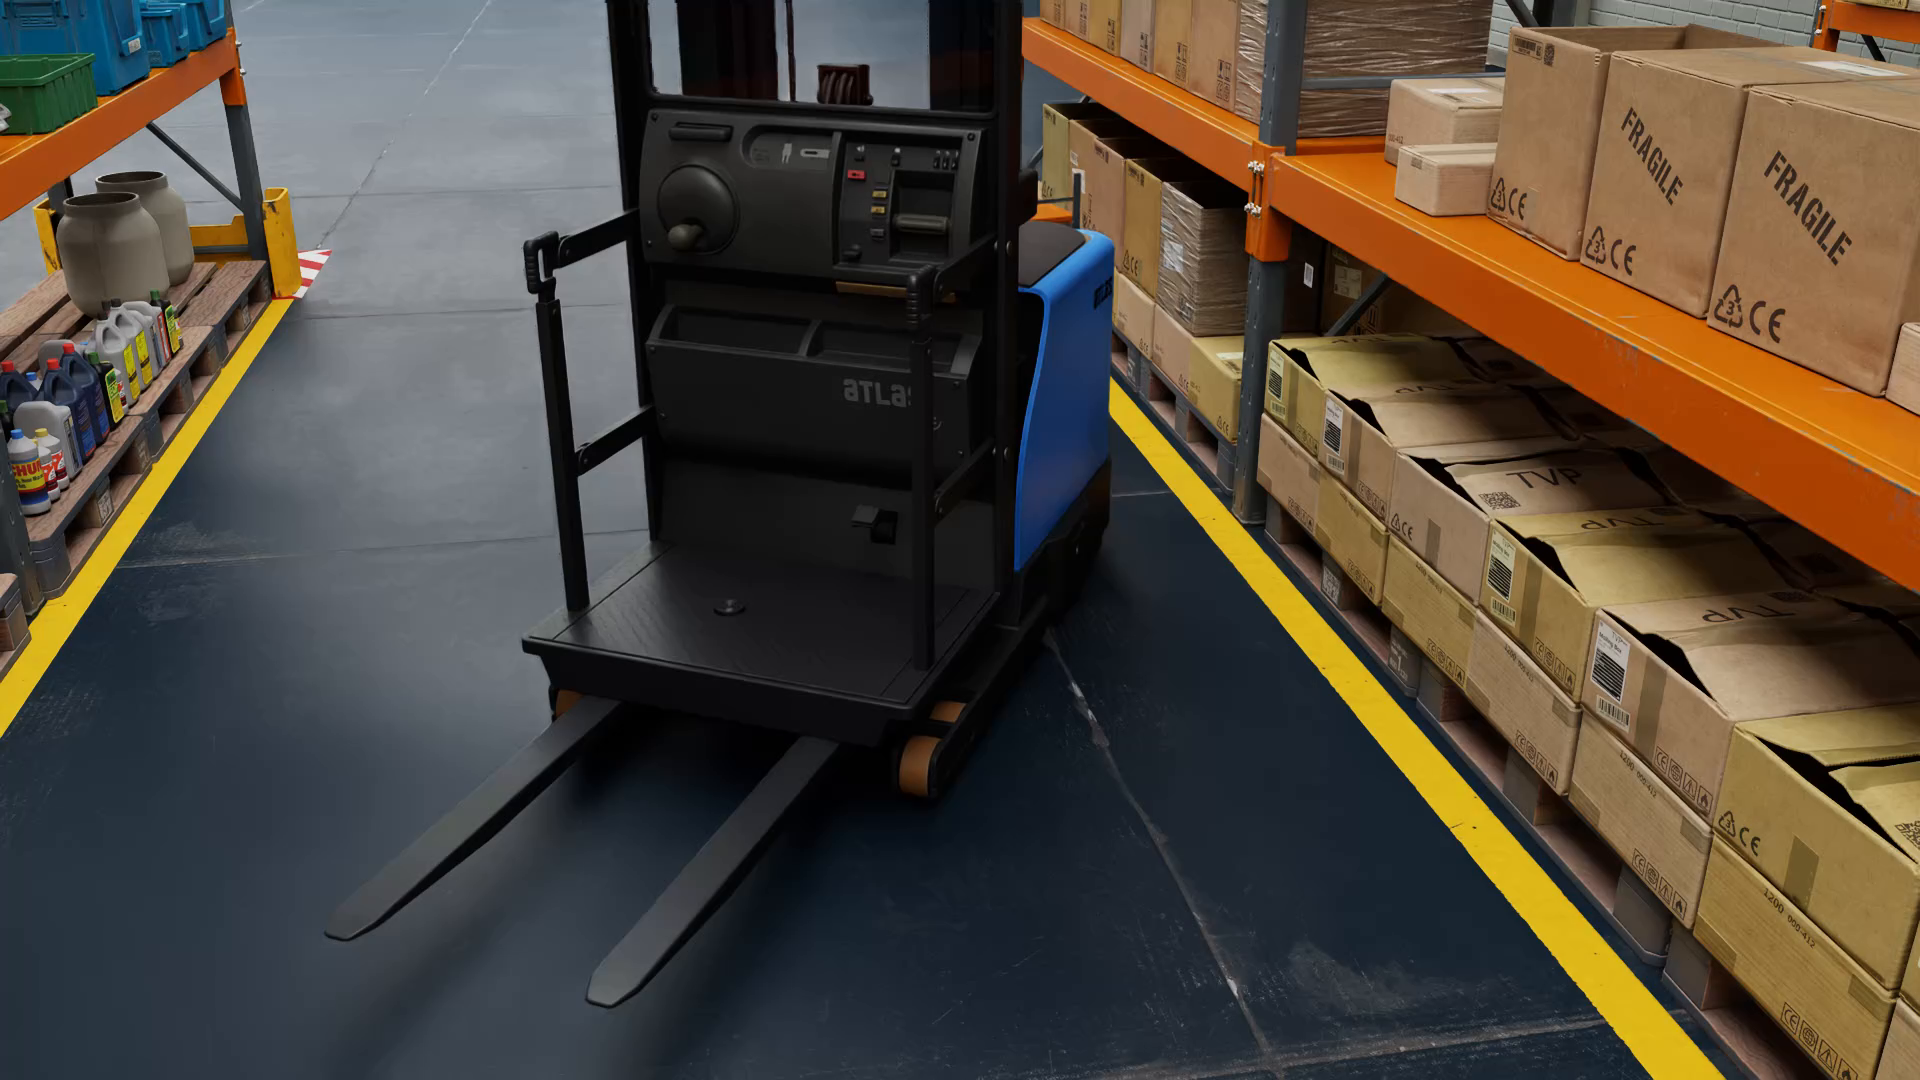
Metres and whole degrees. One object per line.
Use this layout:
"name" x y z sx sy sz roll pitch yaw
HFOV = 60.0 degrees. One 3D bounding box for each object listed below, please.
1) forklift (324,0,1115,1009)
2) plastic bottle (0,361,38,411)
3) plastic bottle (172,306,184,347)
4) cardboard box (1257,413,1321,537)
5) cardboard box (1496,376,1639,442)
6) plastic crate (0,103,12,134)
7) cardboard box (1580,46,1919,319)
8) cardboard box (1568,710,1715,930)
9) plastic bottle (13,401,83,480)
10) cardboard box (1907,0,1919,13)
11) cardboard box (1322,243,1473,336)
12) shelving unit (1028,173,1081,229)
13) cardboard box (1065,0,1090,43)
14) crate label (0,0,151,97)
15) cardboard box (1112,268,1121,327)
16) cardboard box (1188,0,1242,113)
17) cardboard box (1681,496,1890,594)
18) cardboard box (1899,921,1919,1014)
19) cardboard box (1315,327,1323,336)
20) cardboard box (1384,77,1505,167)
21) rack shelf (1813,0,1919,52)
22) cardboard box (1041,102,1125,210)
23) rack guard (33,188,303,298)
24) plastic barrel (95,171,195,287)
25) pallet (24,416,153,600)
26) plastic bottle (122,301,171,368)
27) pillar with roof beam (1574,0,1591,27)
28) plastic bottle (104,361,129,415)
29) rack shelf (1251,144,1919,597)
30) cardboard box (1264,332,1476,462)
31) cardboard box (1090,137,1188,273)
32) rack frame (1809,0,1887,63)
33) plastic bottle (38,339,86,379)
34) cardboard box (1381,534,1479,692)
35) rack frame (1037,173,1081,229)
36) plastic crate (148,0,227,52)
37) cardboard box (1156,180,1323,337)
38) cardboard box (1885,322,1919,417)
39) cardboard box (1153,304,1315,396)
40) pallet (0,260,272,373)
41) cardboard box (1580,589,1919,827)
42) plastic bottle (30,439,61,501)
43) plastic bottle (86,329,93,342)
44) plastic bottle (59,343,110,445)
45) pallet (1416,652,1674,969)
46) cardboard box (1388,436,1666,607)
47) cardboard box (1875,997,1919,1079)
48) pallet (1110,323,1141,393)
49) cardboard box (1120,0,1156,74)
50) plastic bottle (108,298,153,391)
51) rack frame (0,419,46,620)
"forklift" -0.465 -0.866 4.072 1.130 2.935 3.031 8 25 18
"plastic bottle" -3.276 -0.441 5.772 0.144 0.351 0.185 -4 24 -10
"plastic bottle" -3.362 -0.919 7.052 0.097 0.201 0.097 0 24 0
"cardboard box" 1.307 -0.236 5.454 0.500 0.250 0.500 -5 24 -11
"cardboard box" 1.935 -0.328 4.964 0.500 0.311 0.500 -4 24 -8
"plastic crate" -3.365 -1.303 5.063 0.767 0.338 0.504 -4 24 -10
"cardboard box" 1.792 -0.819 3.753 0.500 0.500 0.500 -4 24 -10
"cardboard box" 1.689 0.571 3.607 0.500 0.250 0.500 -4 24 -9
"plastic bottle" -3.108 -0.352 5.662 0.152 0.276 0.135 -3 24 -8
"cardboard box" 5.492 -2.944 8.906 0.500 0.250 0.500 -5 24 -11
"cardboard box" 1.698 -0.963 6.180 0.500 0.500 0.500 -4 24 -10
"shelving unit" 0.194 -0.746 5.958 0.258 1.200 0.503 -10 25 -22
"cardboard box" 0.912 -2.709 8.081 0.700 0.500 0.500 -4 24 -8
"crate label" -3.526 -2.002 6.541 0.502 0.435 0.616 -4 24 -10
"cardboard box" 0.892 -1.169 7.590 0.500 0.250 0.500 -4 24 -10
"cardboard box" 1.284 -1.908 6.246 0.700 0.500 0.500 -5 24 -10
"cardboard box" 2.114 0.066 4.061 0.500 0.311 0.500 -5 24 -10
"cardboard box" 1.876 0.715 2.575 0.500 0.311 0.500 -4 24 -8
"cardboard box" 1.600 -0.815 6.780 0.500 0.250 0.500 -4 24 -10
"cardboard box" 1.610 -1.222 4.987 0.500 0.250 0.500 -3 24 -6
"rack shelf" 5.973 -2.306 8.181 1.077 0.370 4.000 -4 24 -10
"cardboard box" 0.711 -1.907 8.341 0.500 0.500 0.500 -4 24 -10
"rack guard" -4.072 -1.517 8.600 1.175 0.500 0.348 -4 24 -10
"plastic barrel" -3.936 -1.488 7.994 0.421 0.512 0.421 0 24 0
"pallet" -3.476 -0.105 5.727 1.003 0.211 1.213 -4 24 -10
"plastic bottle" -3.343 -0.852 6.805 0.152 0.276 0.135 -4 24 -9
"pillar with roof beam" 1.243 -8.002 12.828 9.100 9.000 0.400 -4 24 -10
"plastic bottle" -3.199 -0.571 6.256 0.097 0.201 0.097 0 24 0
"rack shelf" 1.845 -0.365 3.736 1.077 0.370 4.000 -4 24 -10
"cardboard box" 1.307 -0.489 5.333 0.500 0.311 0.500 -4 24 -10
"cardboard box" 0.891 -1.513 7.440 0.500 0.500 0.500 -4 24 -10
"rack frame" 5.604 -3.422 9.839 1.000 3.000 0.127 -4 24 -10
"plastic bottle" -3.389 -0.638 6.317 0.152 0.276 0.135 -4 24 -10
"cardboard box" 1.498 0.168 4.528 0.500 0.250 0.500 -5 24 -11
"rack frame" 0.292 -0.656 5.753 0.240 1.200 0.015 -10 25 -22
"plastic crate" -3.746 -2.446 7.789 0.499 0.251 0.616 -4 24 -10
"cardboard box" 1.094 -1.121 6.542 0.500 0.500 0.500 -4 24 -10
"cardboard box" 1.924 -0.290 2.980 0.380 0.149 0.250 -3 24 -6
"cardboard box" 1.092 -0.777 6.692 0.500 0.250 0.500 -4 24 -10
"pallet" -3.927 -1.065 7.925 1.003 0.211 1.213 -4 24 -10
"cardboard box" 1.683 0.312 3.497 0.500 0.311 0.500 -4 24 -10
"plastic bottle" -3.040 -0.233 5.482 0.097 0.201 0.097 0 24 0
"plastic bottle" -3.436 -0.746 6.658 0.097 0.201 0.097 0 24 0
"plastic bottle" -3.169 -0.526 5.967 0.144 0.351 0.185 -5 24 -12
"pallet" 1.879 0.565 4.193 1.003 0.211 1.213 -4 24 -10
"cardboard box" 1.492 -0.089 4.415 0.500 0.311 0.500 -5 24 -11
"cardboard box" 1.878 0.971 2.690 0.500 0.250 0.500 -4 24 -8
"pallet" 1.141 -1.000 7.776 1.003 0.211 1.213 -4 24 -10
"cardboard box" 1.099 -2.307 7.159 0.700 0.500 0.500 -4 24 -8
"plastic bottle" -3.282 -0.766 6.517 0.144 0.351 0.185 -3 24 -8
"rack frame" -3.393 -1.116 4.557 1.000 3.000 0.127 -4 24 -10
